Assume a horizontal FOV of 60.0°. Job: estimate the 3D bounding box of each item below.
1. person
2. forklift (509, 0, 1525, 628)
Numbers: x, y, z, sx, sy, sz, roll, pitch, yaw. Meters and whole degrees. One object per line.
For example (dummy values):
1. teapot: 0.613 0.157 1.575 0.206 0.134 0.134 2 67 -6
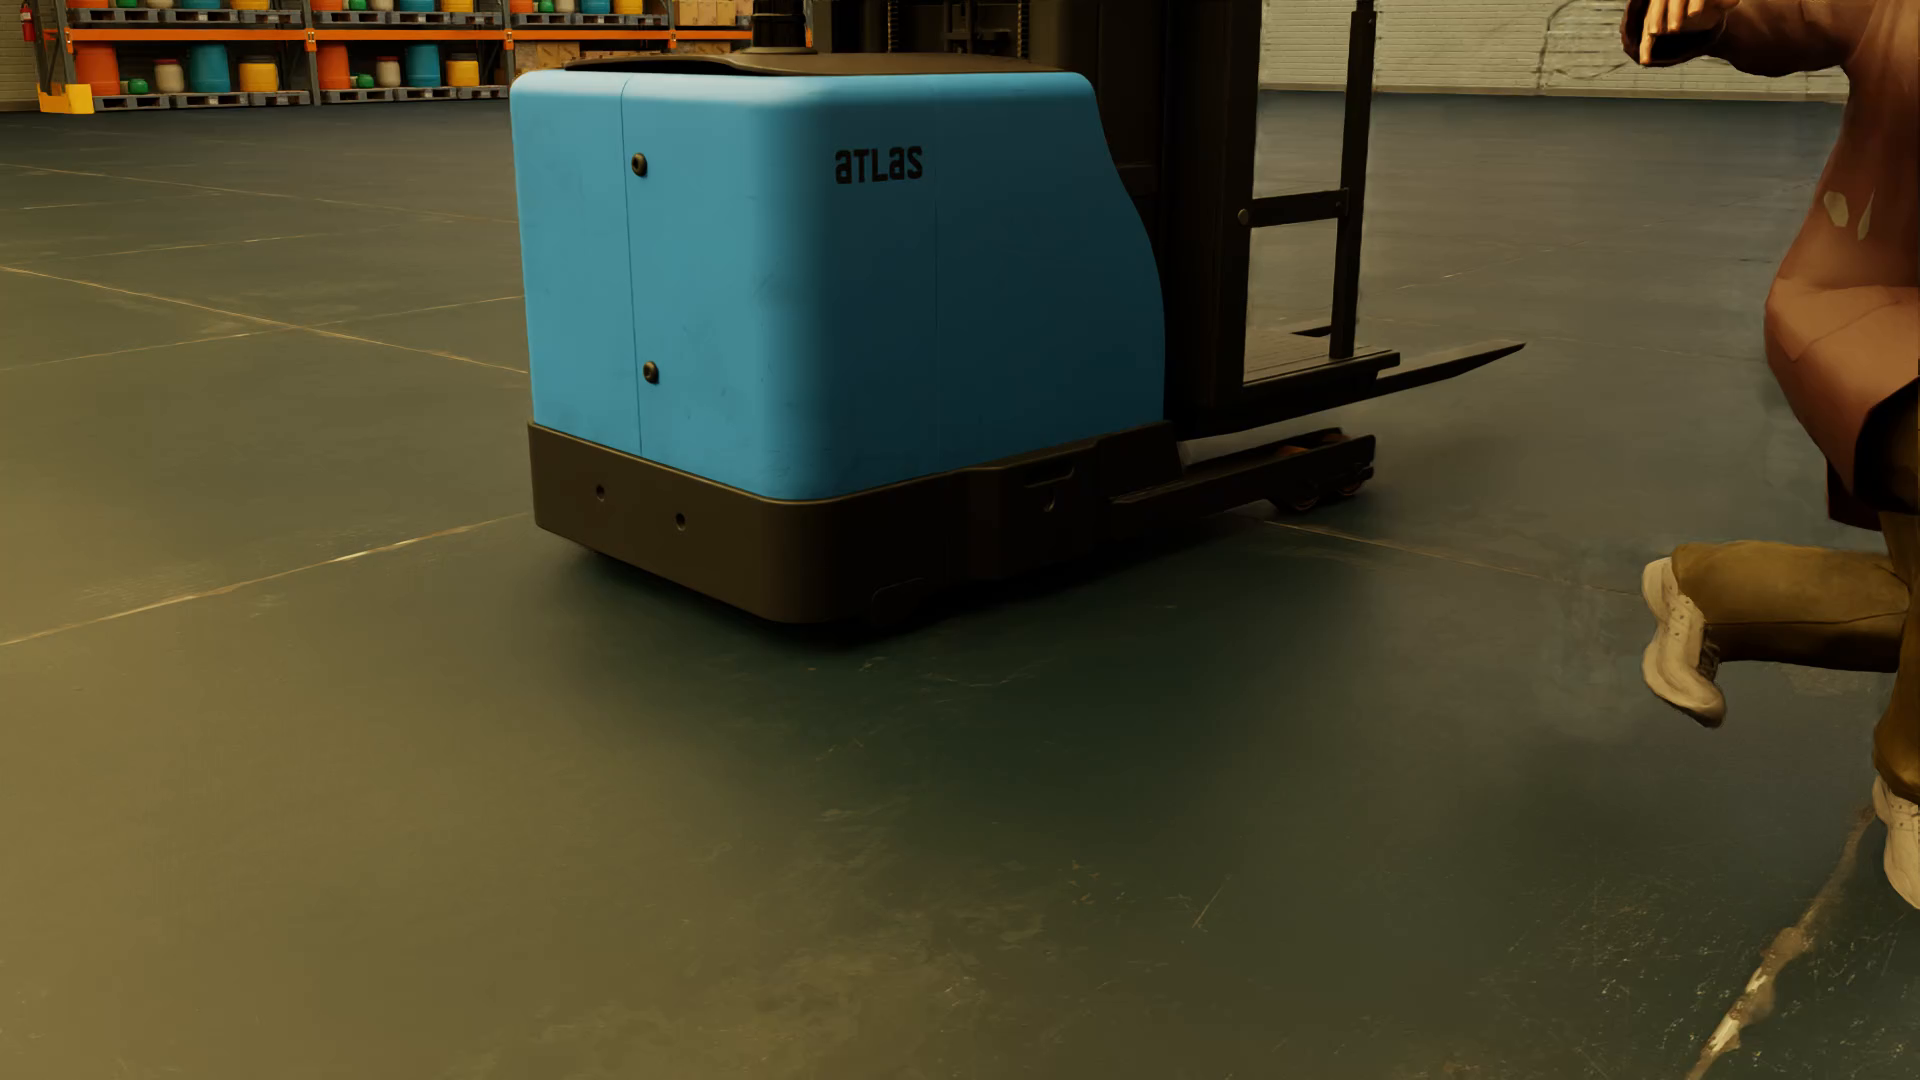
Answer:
1. person: 1.310 -0.255 2.243 0.875 1.522 1.185 0 17 0
2. forklift: 0.438 -1.572 4.076 3.031 2.935 1.130 -15 23 -41
